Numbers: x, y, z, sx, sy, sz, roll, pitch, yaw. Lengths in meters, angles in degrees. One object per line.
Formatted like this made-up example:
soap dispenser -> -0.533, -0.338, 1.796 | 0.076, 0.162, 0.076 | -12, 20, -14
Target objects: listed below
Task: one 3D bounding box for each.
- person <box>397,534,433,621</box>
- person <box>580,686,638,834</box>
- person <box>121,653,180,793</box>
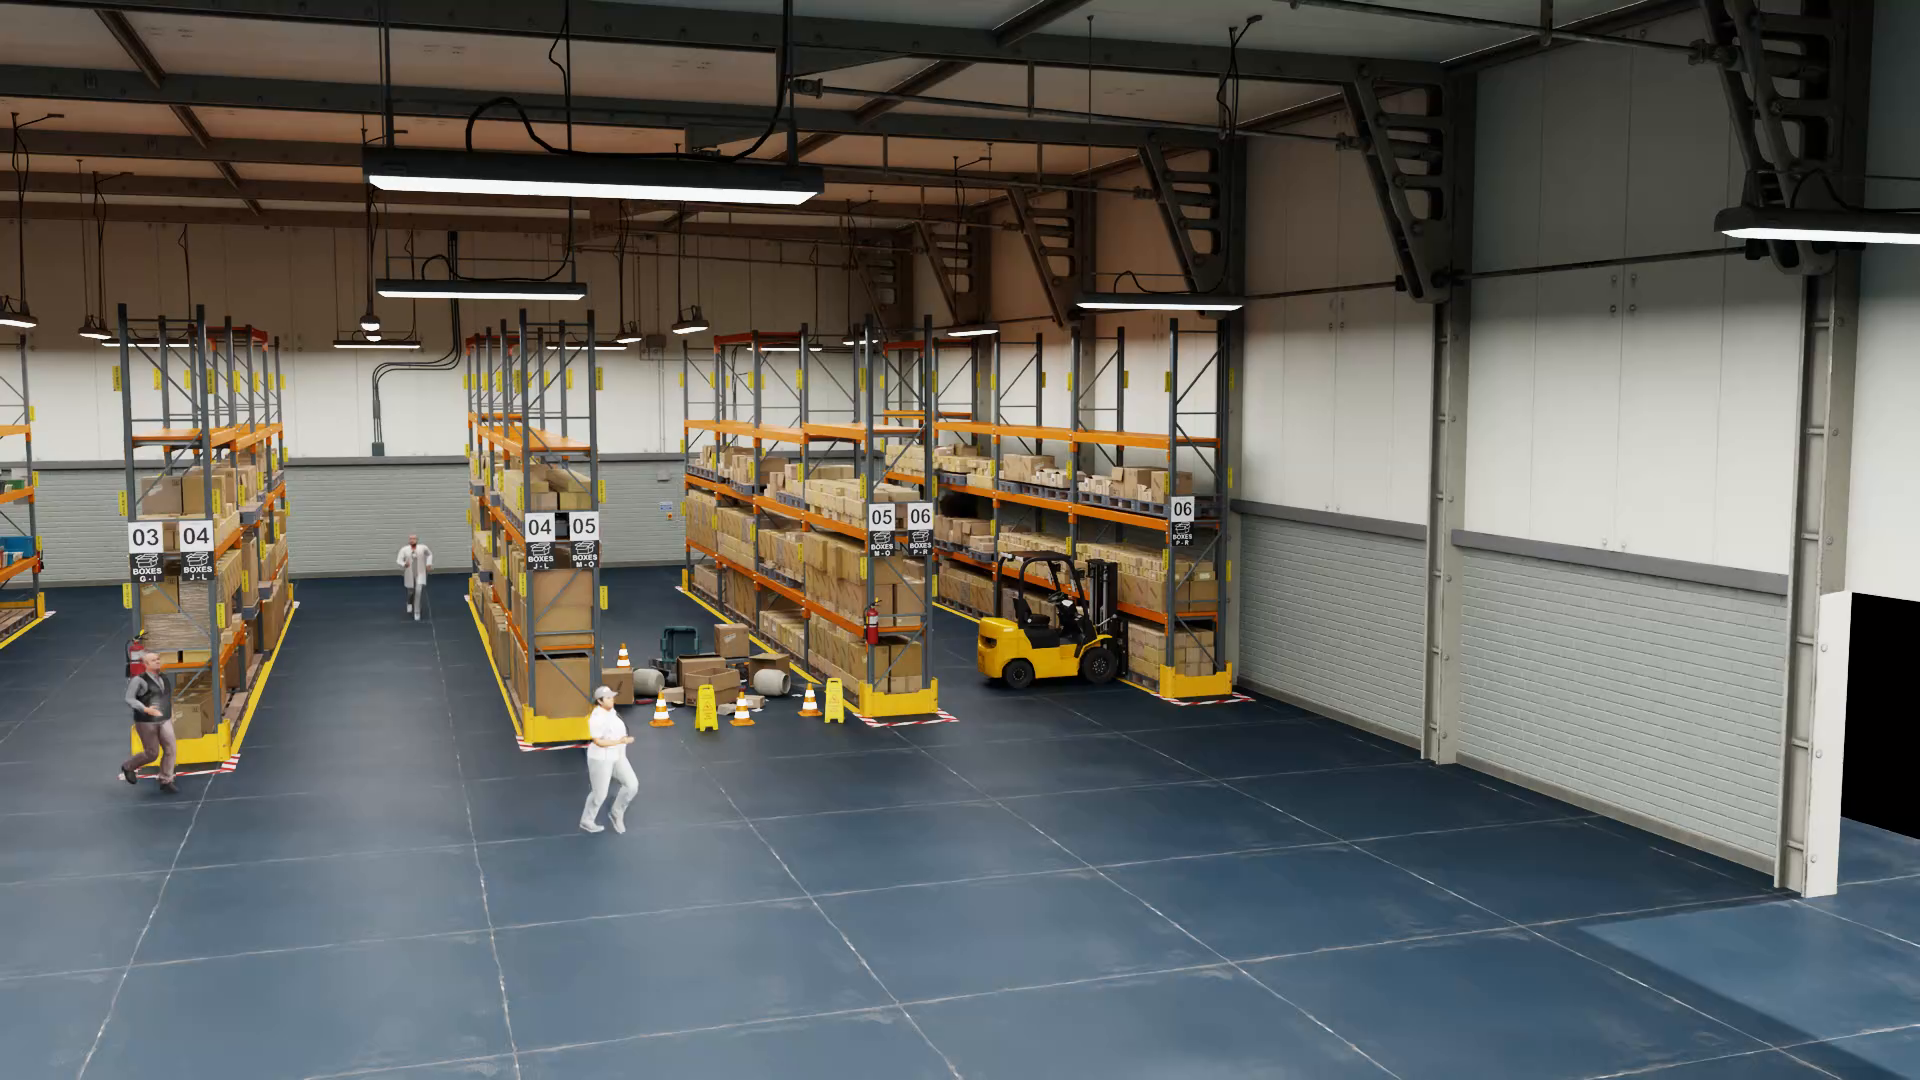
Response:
person -> -11.590, 0.767, 35.373 | 0.718, 1.797, 1.047 | -1, 6, -15
person -> -3.874, 2.445, 18.357 | 0.678, 1.685, 0.578 | 2, 6, 23
person -> -9.915, 2.232, 20.361 | 0.777, 1.723, 0.680 | 1, 6, 12
